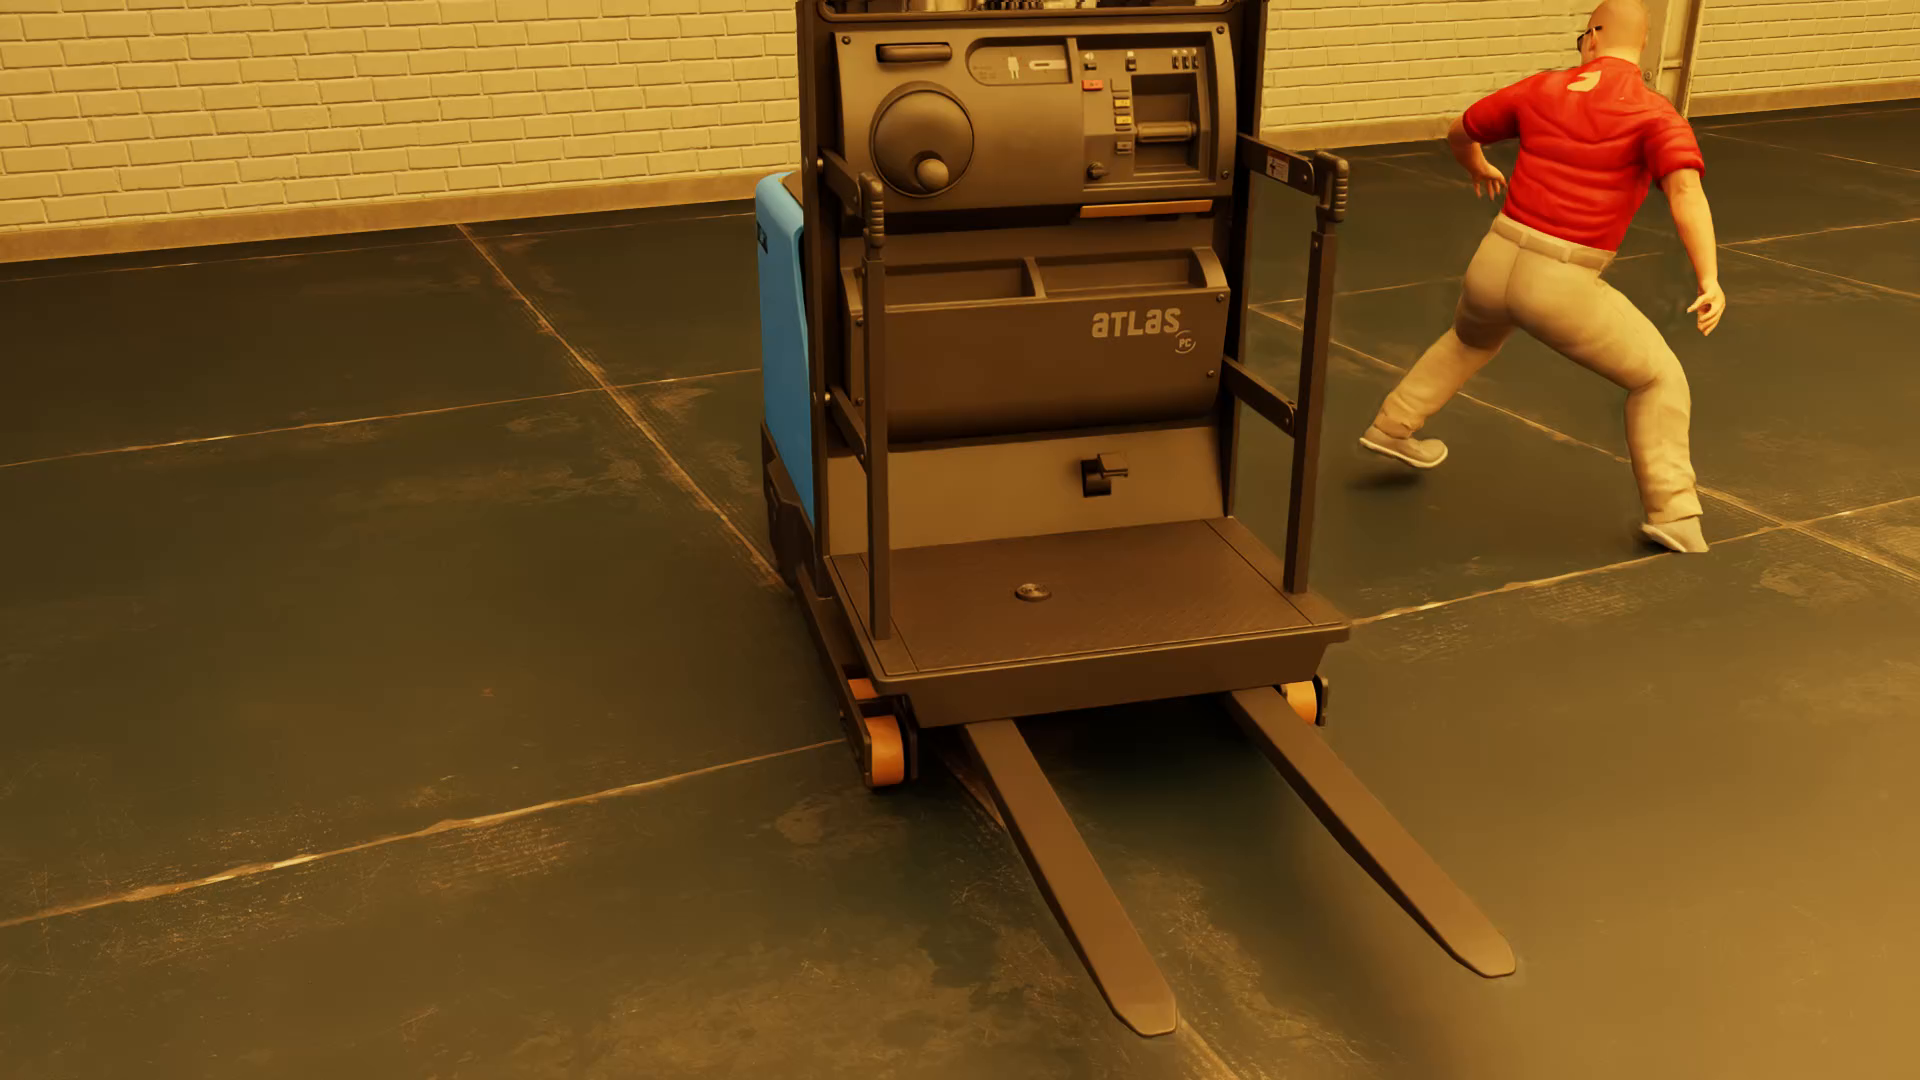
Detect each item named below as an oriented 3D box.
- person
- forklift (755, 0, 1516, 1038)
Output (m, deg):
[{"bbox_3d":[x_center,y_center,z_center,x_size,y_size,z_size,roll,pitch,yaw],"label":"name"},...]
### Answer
[{"bbox_3d":[1.856,-0.748,5.015,0.562,1.687,1.151,-15,27,-32],"label":"person"},{"bbox_3d":[0.237,-0.956,3.588,1.130,2.935,3.031,-6,23,-13],"label":"forklift"}]
